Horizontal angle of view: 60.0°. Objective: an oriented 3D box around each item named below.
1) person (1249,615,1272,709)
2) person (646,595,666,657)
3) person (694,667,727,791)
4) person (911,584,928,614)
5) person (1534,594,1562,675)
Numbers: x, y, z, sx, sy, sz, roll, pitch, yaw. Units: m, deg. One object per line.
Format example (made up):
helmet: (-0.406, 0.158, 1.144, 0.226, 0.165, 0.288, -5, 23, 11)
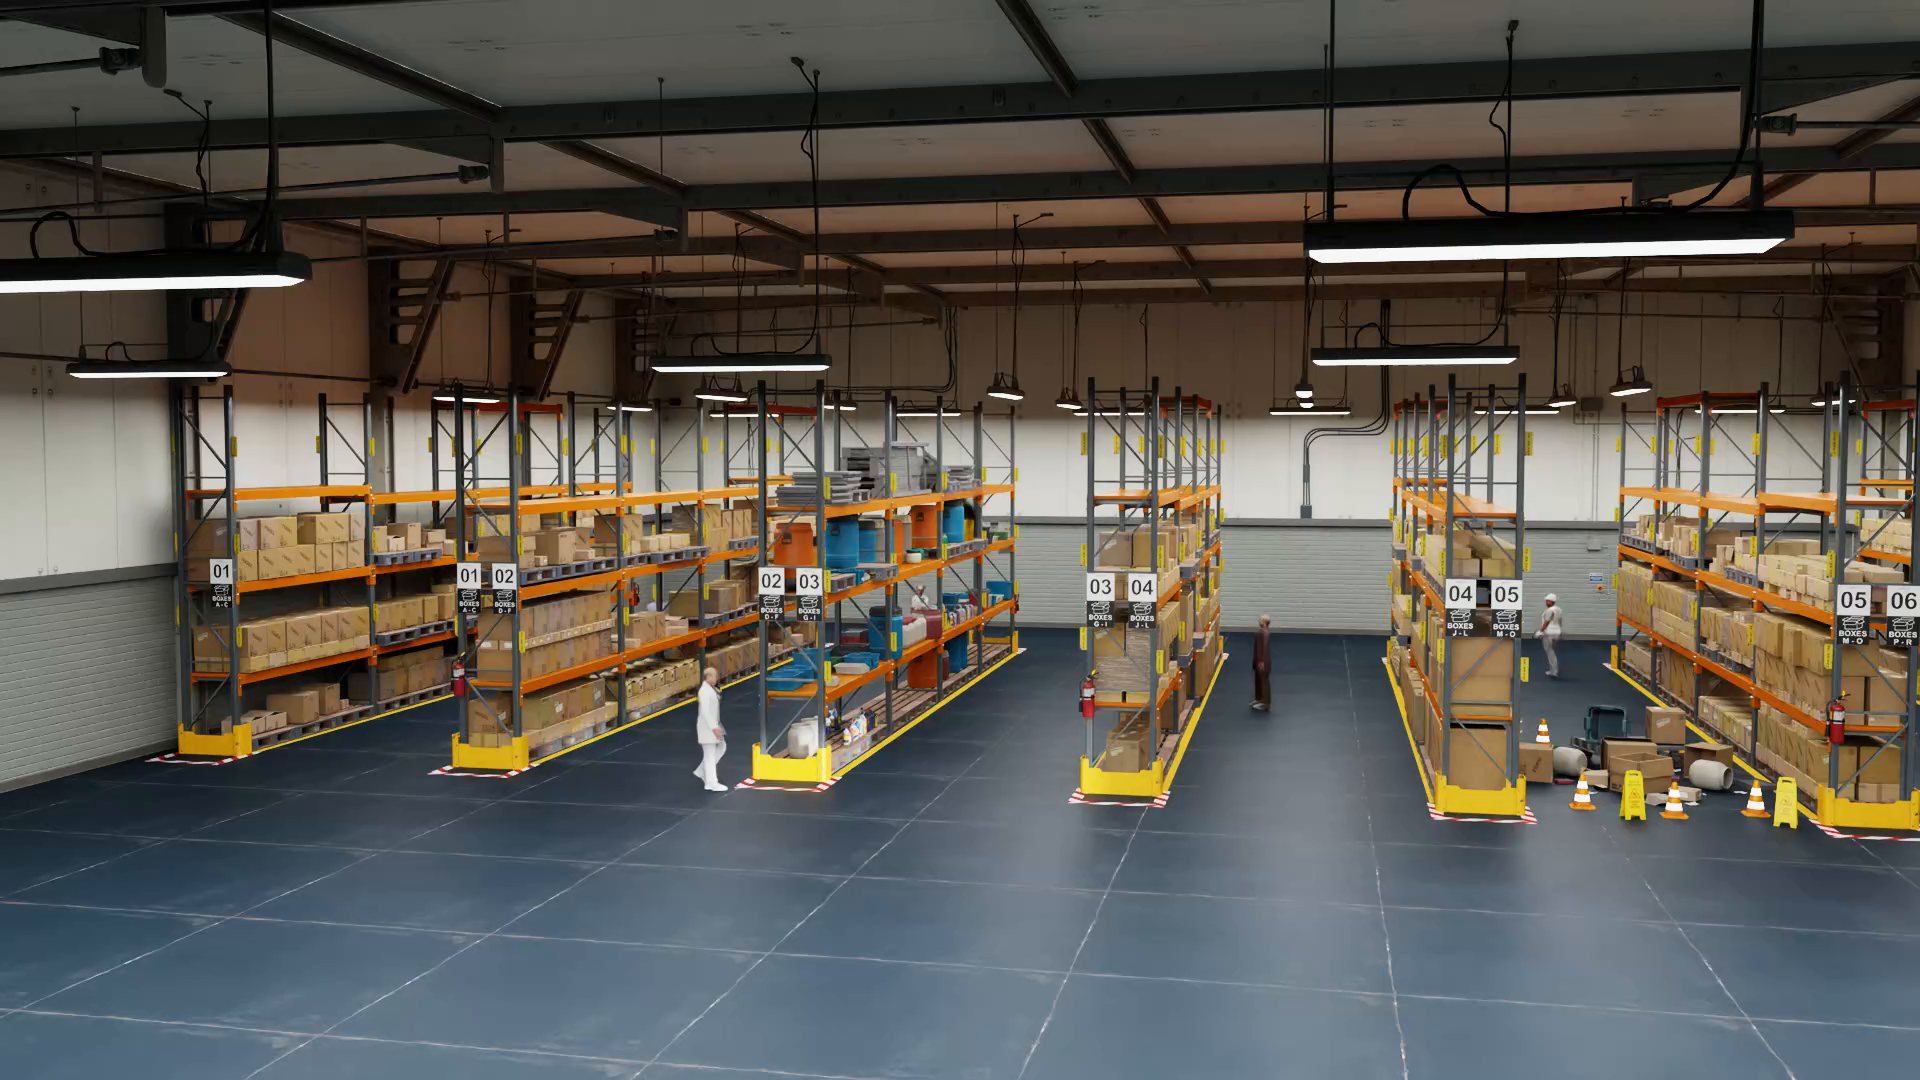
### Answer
person: (5.779, 2.320, 31.903, 0.436, 1.785, 0.613, 0, 3, -8)
person: (-7.034, 2.019, 38.678, 0.461, 1.612, 0.665, 1, 3, 10)
person: (-3.646, 2.751, 24.369, 0.568, 1.785, 0.723, 0, 3, 6)
person: (-1.063, 1.893, 40.572, 0.629, 1.632, 1.035, 3, 4, 38)
person: (12.882, 2.077, 36.310, 0.630, 1.821, 0.532, -1, 3, -21)
